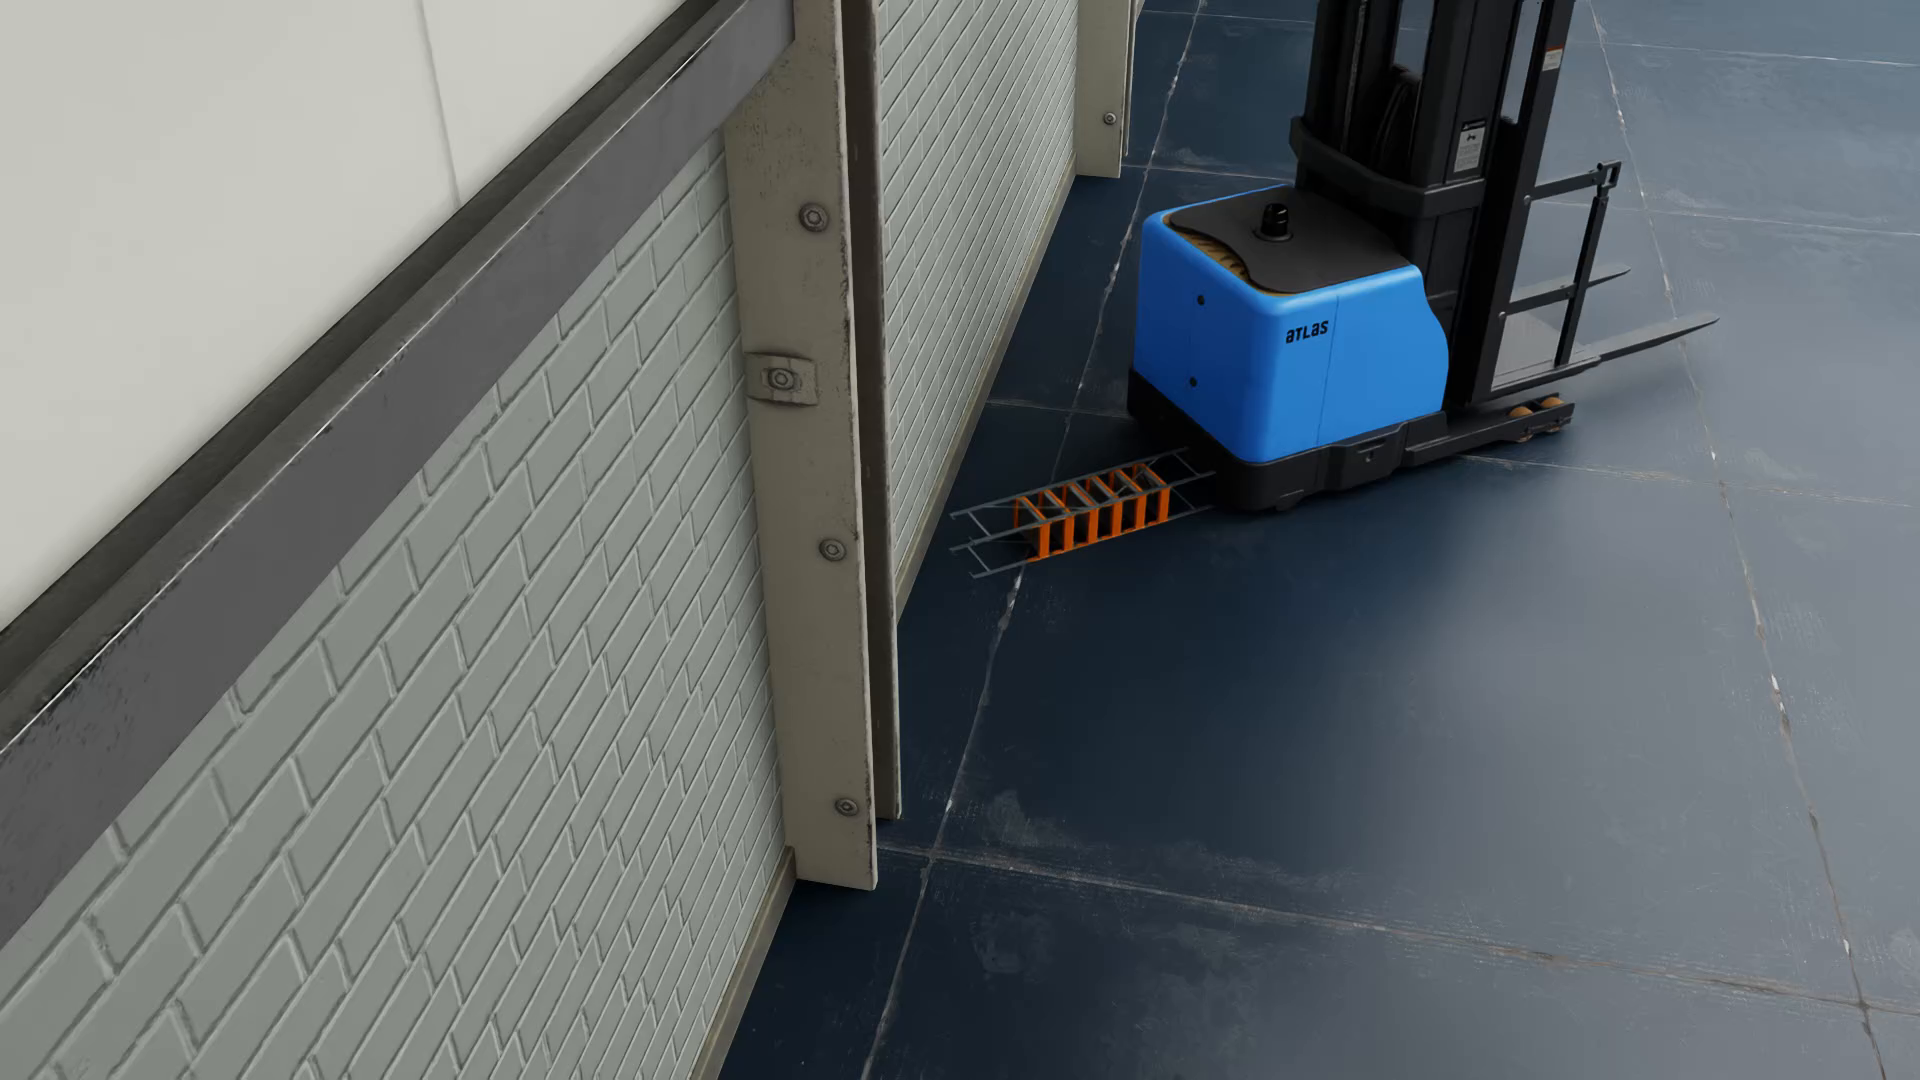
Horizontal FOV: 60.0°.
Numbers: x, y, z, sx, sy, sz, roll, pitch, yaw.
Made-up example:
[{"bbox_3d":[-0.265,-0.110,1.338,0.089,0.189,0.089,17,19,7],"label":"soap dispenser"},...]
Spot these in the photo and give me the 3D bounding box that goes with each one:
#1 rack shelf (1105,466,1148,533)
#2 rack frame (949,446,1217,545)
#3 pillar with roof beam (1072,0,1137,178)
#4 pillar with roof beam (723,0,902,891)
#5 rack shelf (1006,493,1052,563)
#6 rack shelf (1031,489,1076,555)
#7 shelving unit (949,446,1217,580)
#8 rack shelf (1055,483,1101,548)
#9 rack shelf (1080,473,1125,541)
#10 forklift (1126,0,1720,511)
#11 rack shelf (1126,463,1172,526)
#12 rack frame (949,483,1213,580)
[{"bbox_3d":[0.716,-0.179,7.330,0.103,0.180,0.258,-16,39,-21],"label":"rack shelf"},{"bbox_3d":[0.542,-0.202,7.206,1.200,0.006,0.240,-16,39,-21],"label":"rack frame"},{"bbox_3d":[5.088,-5.492,7.159,9.100,9.000,0.400,7,37,10],"label":"pillar with roof beam"},{"bbox_3d":[3.806,-2.052,2.413,9.100,9.000,0.400,7,37,10],"label":"pillar with roof beam"},{"bbox_3d":[0.287,-0.054,7.155,0.103,0.180,0.258,-16,39,-21],"label":"rack shelf"},{"bbox_3d":[0.395,-0.086,7.199,0.103,0.180,0.258,-16,39,-21],"label":"rack shelf"},{"bbox_3d":[0.542,-0.128,7.259,1.200,0.189,0.258,-16,39,-21],"label":"shelving unit"},{"bbox_3d":[0.502,-0.117,7.243,0.103,0.180,0.258,-16,39,-21],"label":"rack shelf"},{"bbox_3d":[0.609,-0.148,7.287,0.103,0.180,0.258,-16,39,-21],"label":"rack shelf"},{"bbox_3d":[2.353,-1.910,7.387,3.031,2.935,1.130,-16,39,-21],"label":"forklift"},{"bbox_3d":[0.824,-0.211,7.374,0.103,0.180,0.258,-16,39,-21],"label":"rack shelf"},{"bbox_3d":[0.541,-0.054,7.313,1.200,0.006,0.240,-16,39,-21],"label":"rack frame"}]
